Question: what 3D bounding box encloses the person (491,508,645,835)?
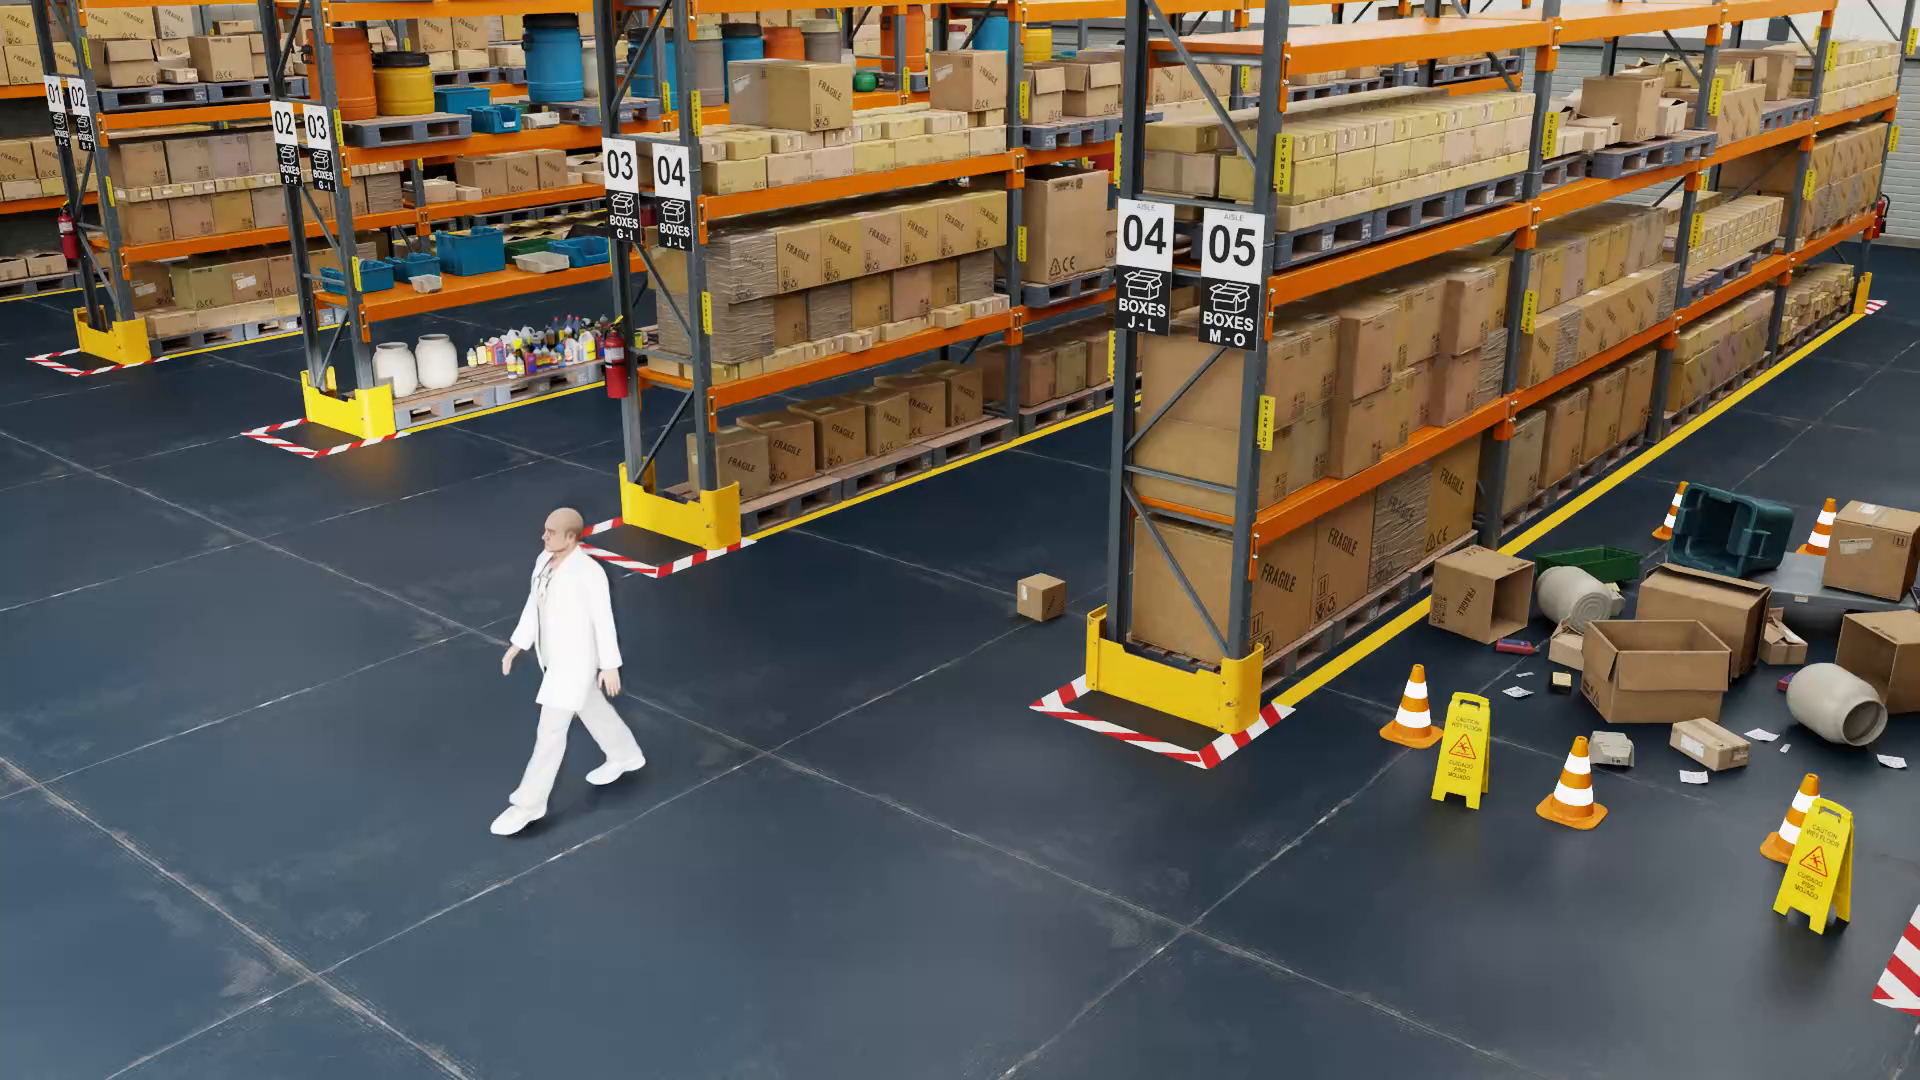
[{"bbox_3d":[-2.253,0.663,9.227,1.071,1.723,0.622,-16,26,-38],"label":"person"}]
